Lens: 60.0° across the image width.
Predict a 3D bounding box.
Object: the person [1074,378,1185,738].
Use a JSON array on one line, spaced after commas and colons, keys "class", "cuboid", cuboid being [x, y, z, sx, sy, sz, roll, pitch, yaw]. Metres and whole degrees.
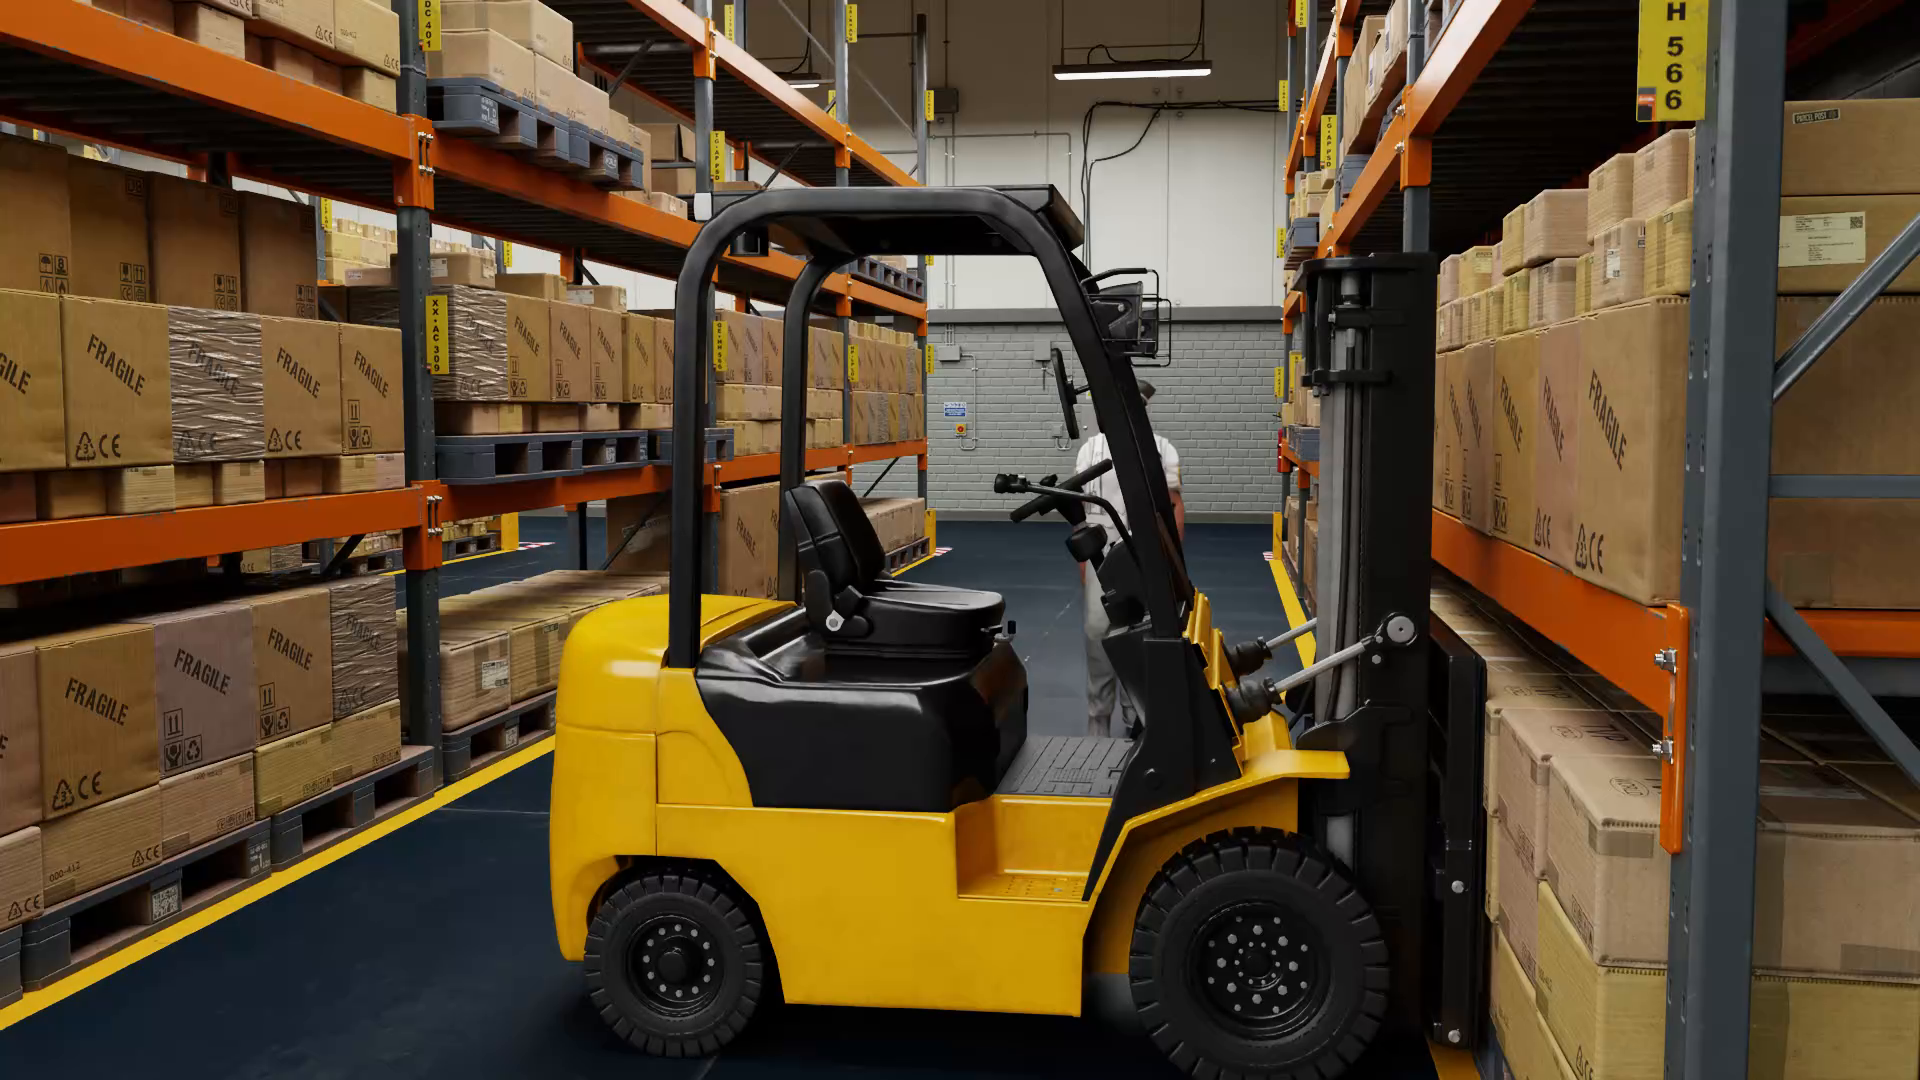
[{"class": "person", "cuboid": [0.835, 0.121, 8.188, 0.538, 1.848, 0.598, 0, 4, 1]}]
